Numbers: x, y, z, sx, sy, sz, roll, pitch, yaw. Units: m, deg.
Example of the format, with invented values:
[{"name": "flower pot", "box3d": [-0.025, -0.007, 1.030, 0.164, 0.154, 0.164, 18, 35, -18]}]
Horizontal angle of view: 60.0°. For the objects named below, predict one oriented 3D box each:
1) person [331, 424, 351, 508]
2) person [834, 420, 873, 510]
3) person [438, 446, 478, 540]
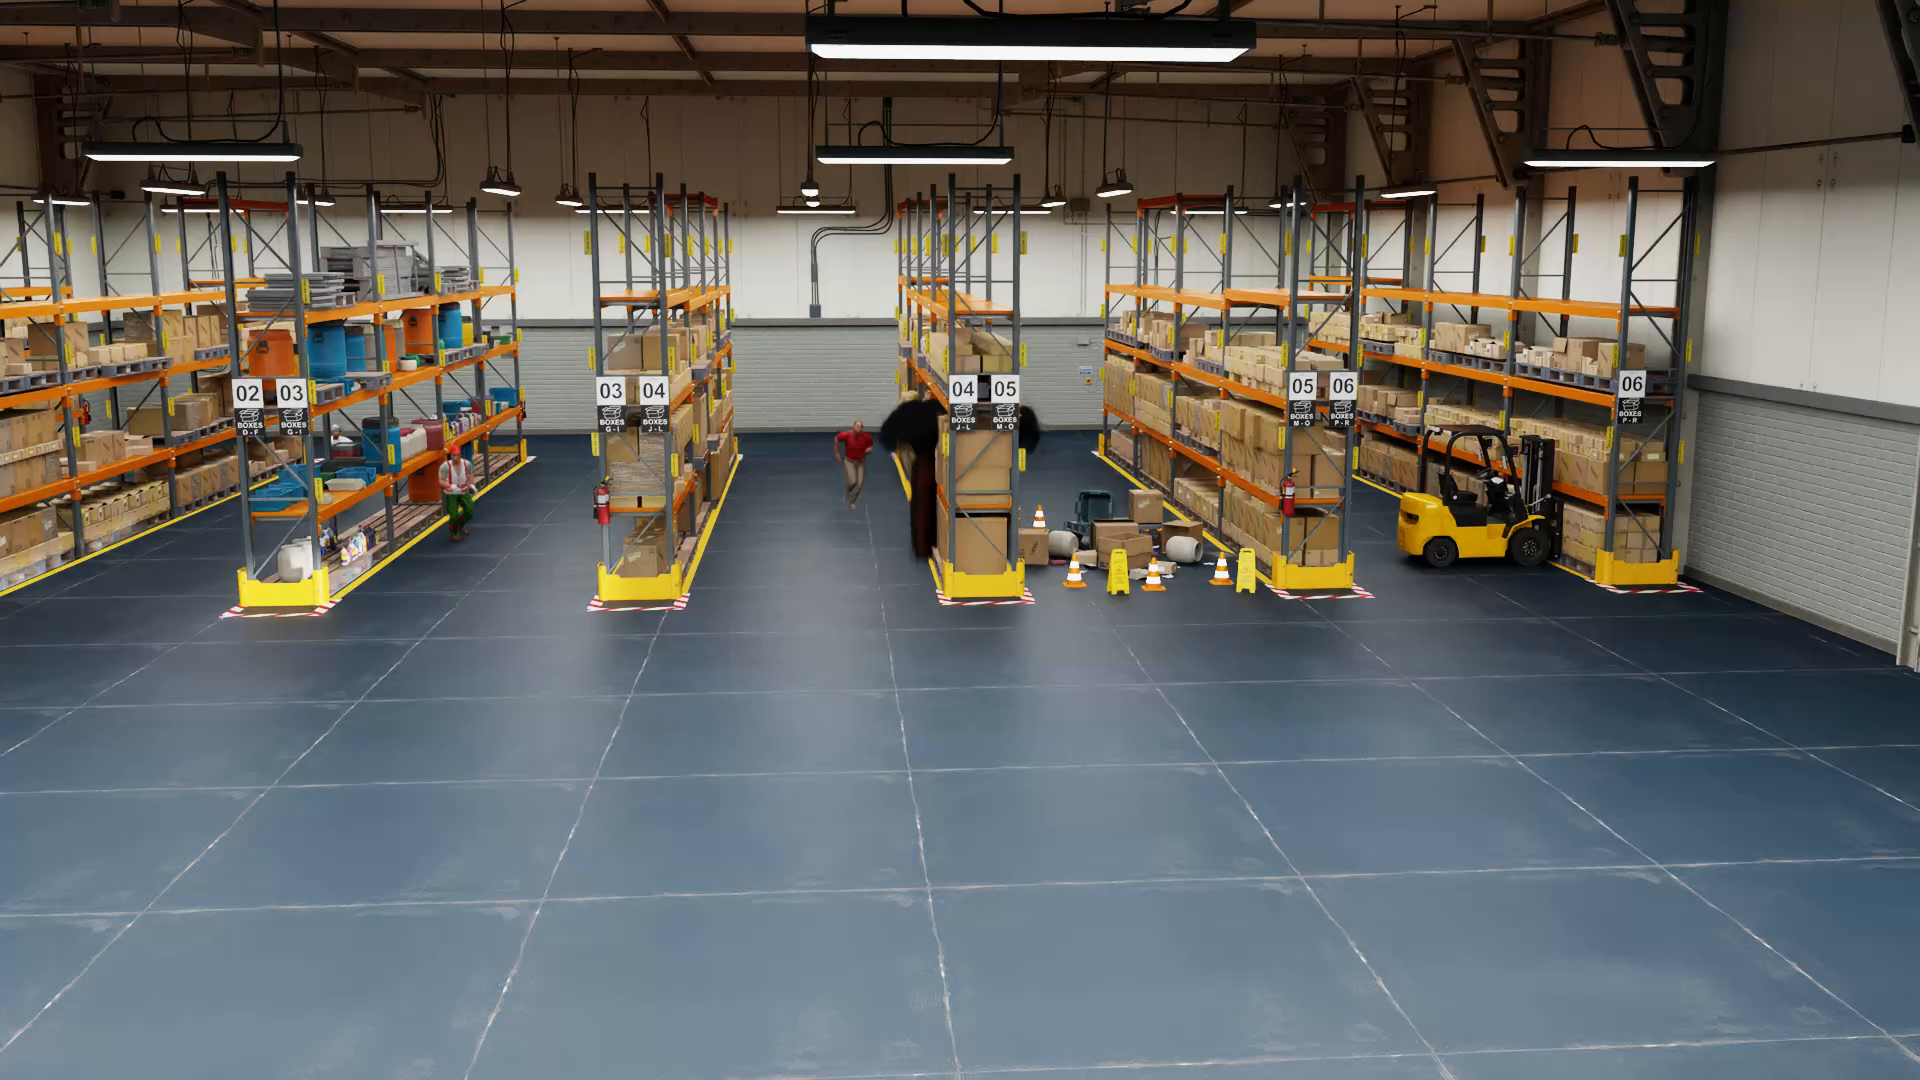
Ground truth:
[{"name": "person", "box3d": [-11.824, -1.361, 31.701, 0.611, 1.701, 0.716, -1, 10, -5]}, {"name": "person", "box3d": [-1.888, -1.351, 30.029, 0.654, 1.651, 0.740, -4, 11, -21]}, {"name": "person", "box3d": [-8.587, -0.799, 28.459, 0.681, 1.670, 0.770, -7, 12, -34]}]
